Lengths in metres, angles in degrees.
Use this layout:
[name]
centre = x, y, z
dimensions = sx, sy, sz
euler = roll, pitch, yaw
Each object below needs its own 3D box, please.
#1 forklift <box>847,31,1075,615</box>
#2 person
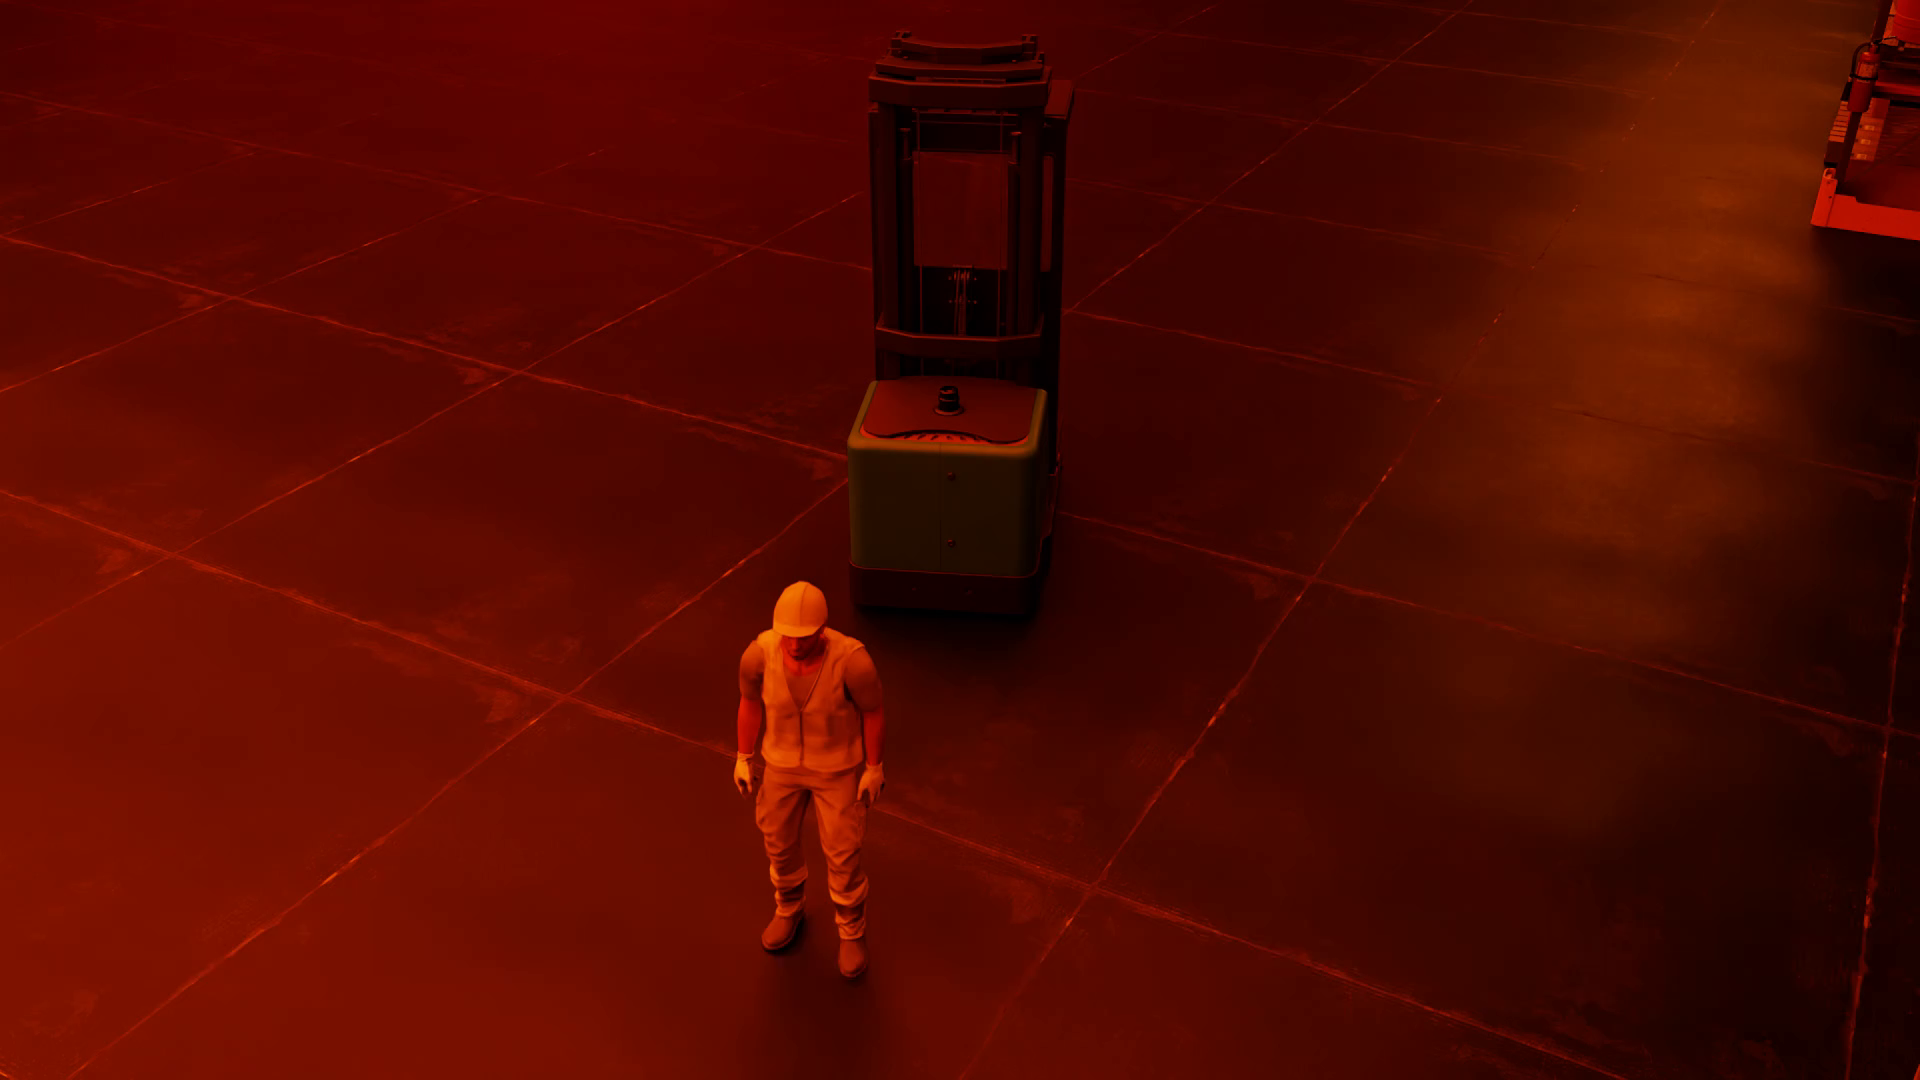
[forklift]
centre = 0.072, -1.572, 9.794
dimensions = 1.130, 2.935, 3.031
euler = 3, 30, 6
[person]
centre = -0.604, 0.917, 6.641
dimensions = 0.609, 1.780, 0.435
euler = 5, 30, 9
